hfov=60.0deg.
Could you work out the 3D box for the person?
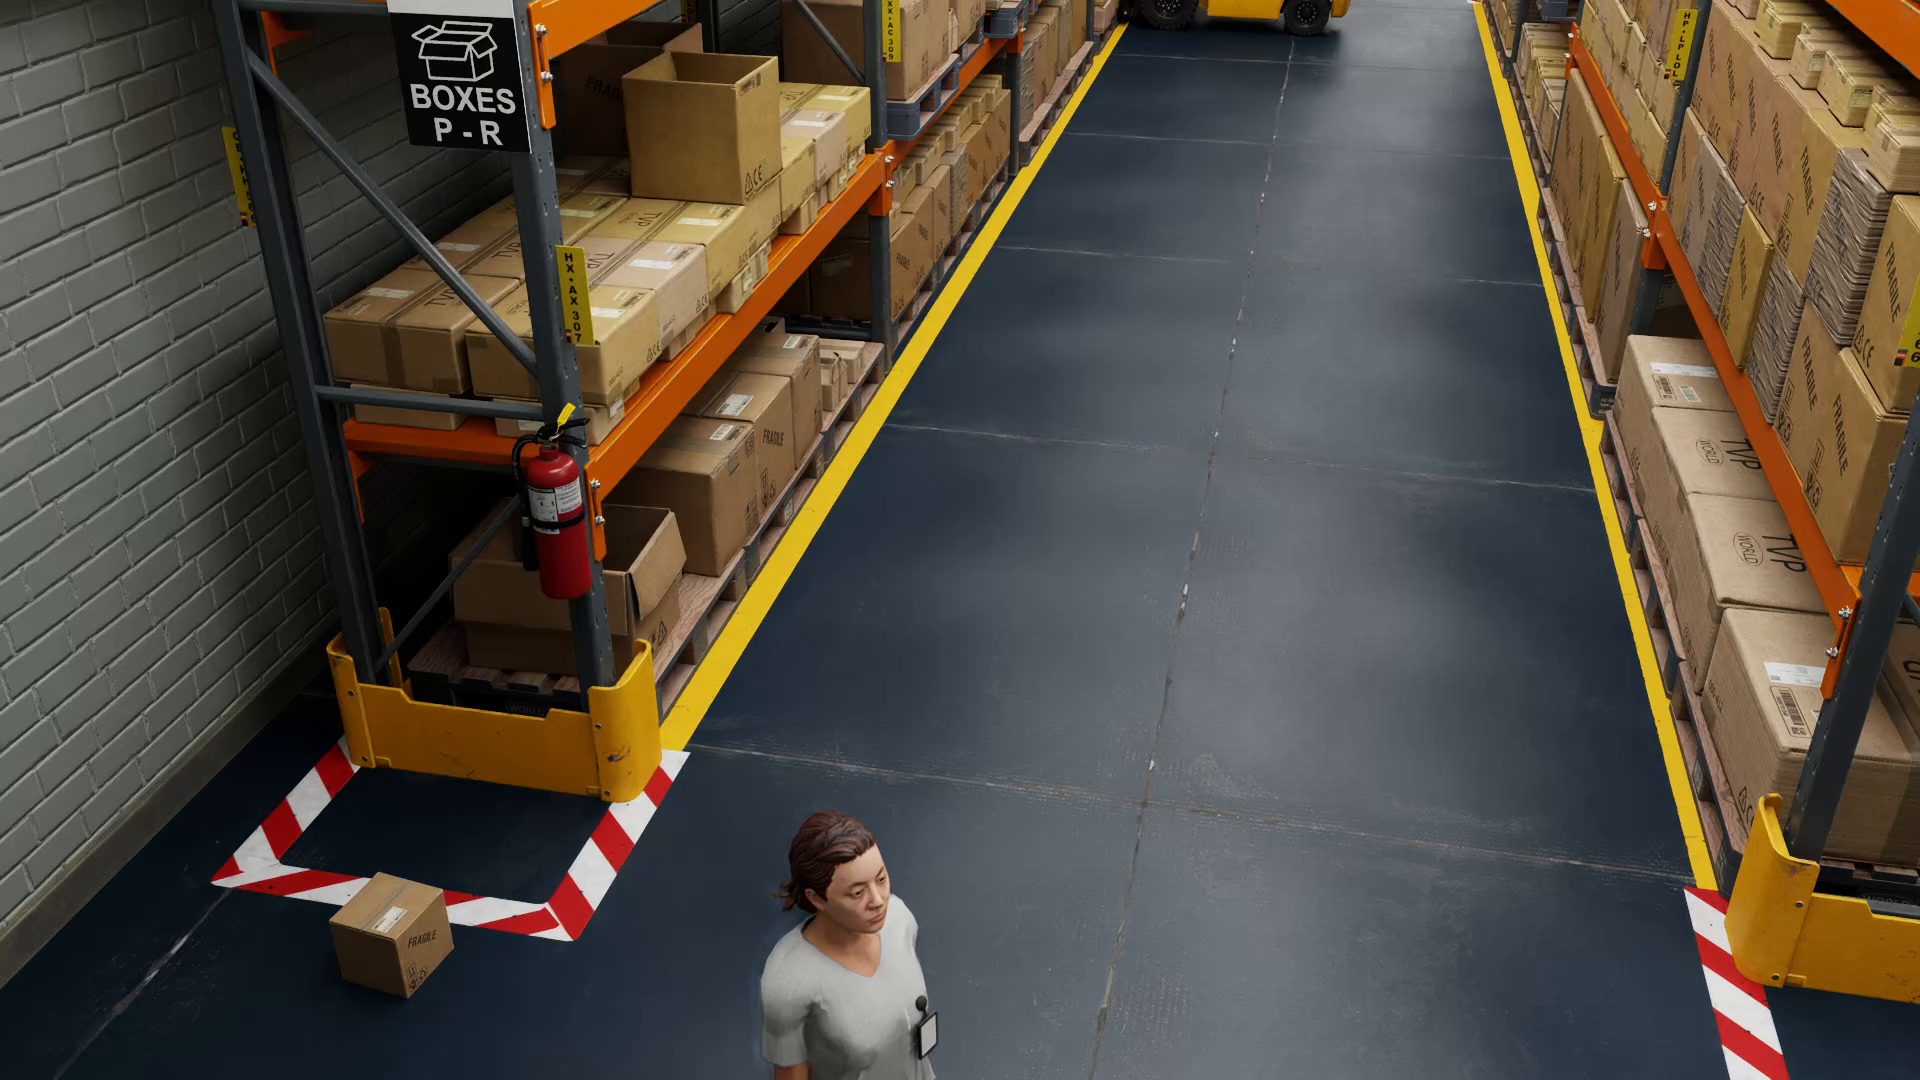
[{"bbox_3d":[-0.264,1.290,3.778,0.434,1.635,0.820,-21,35,-33],"label":"person"}]
